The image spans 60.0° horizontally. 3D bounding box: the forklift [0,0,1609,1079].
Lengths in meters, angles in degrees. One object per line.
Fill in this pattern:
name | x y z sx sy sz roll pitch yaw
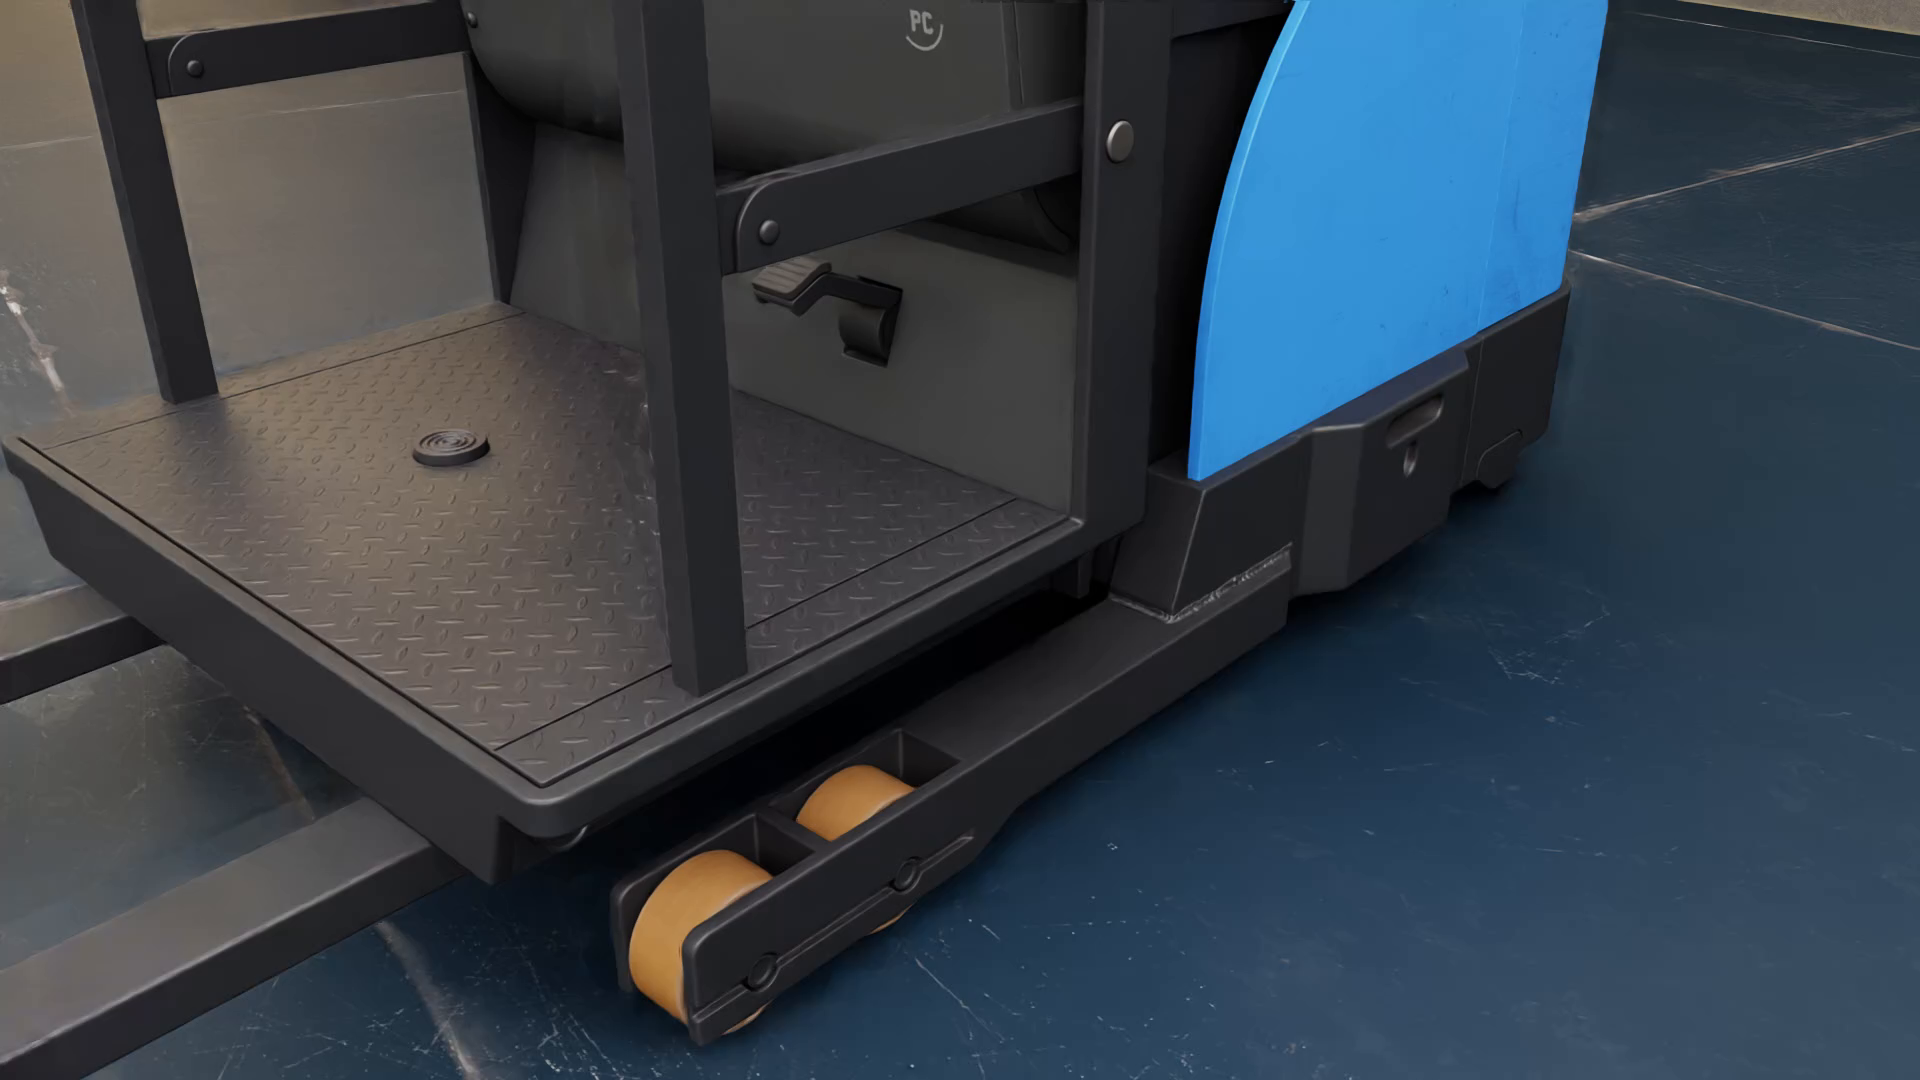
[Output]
forklift | -0.405 -1.103 1.431 1.130 2.935 3.031 22 34 37
